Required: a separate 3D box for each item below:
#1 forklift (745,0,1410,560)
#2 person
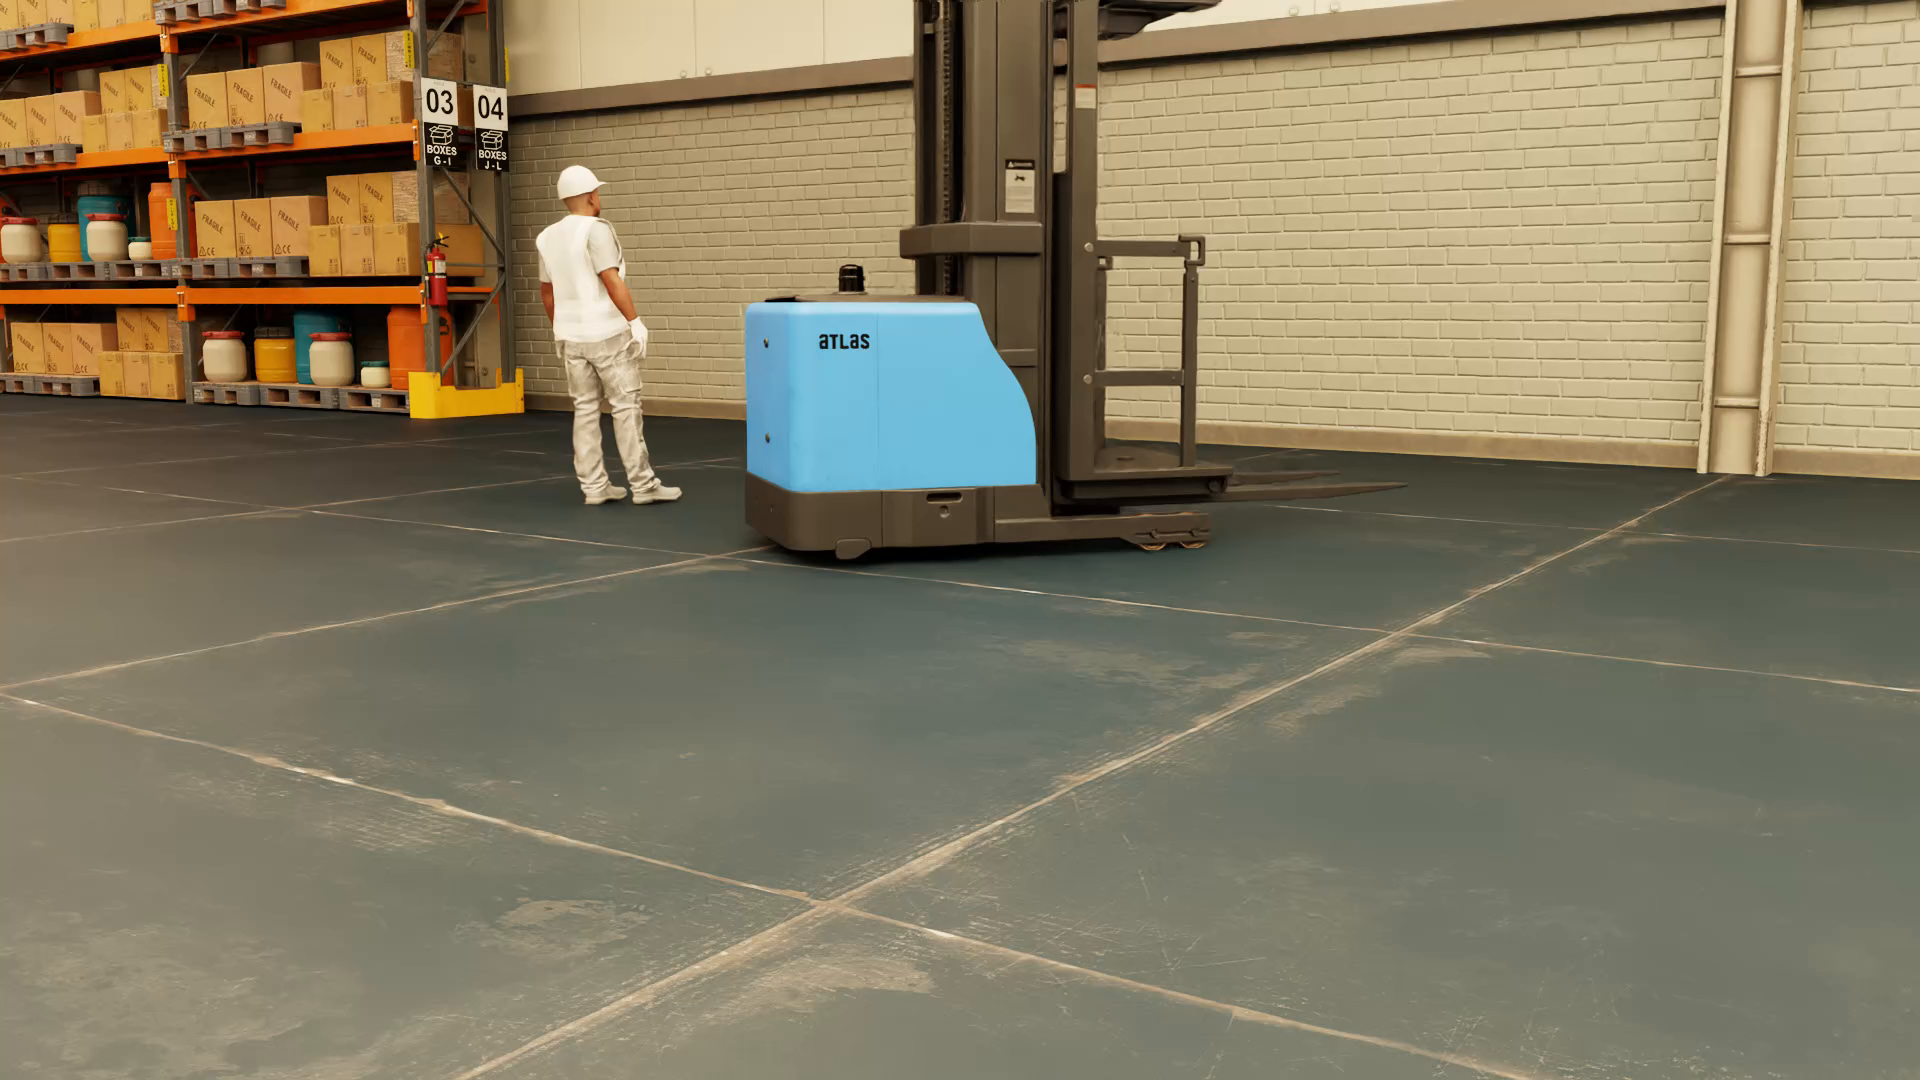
[{"bbox_3d":[0.589,-1.468,7.517,3.031,2.935,1.130,-3,9,-18],"label":"forklift"},{"bbox_3d":[-1.899,-1.094,8.927,0.672,1.786,0.576,6,10,35],"label":"person"}]
